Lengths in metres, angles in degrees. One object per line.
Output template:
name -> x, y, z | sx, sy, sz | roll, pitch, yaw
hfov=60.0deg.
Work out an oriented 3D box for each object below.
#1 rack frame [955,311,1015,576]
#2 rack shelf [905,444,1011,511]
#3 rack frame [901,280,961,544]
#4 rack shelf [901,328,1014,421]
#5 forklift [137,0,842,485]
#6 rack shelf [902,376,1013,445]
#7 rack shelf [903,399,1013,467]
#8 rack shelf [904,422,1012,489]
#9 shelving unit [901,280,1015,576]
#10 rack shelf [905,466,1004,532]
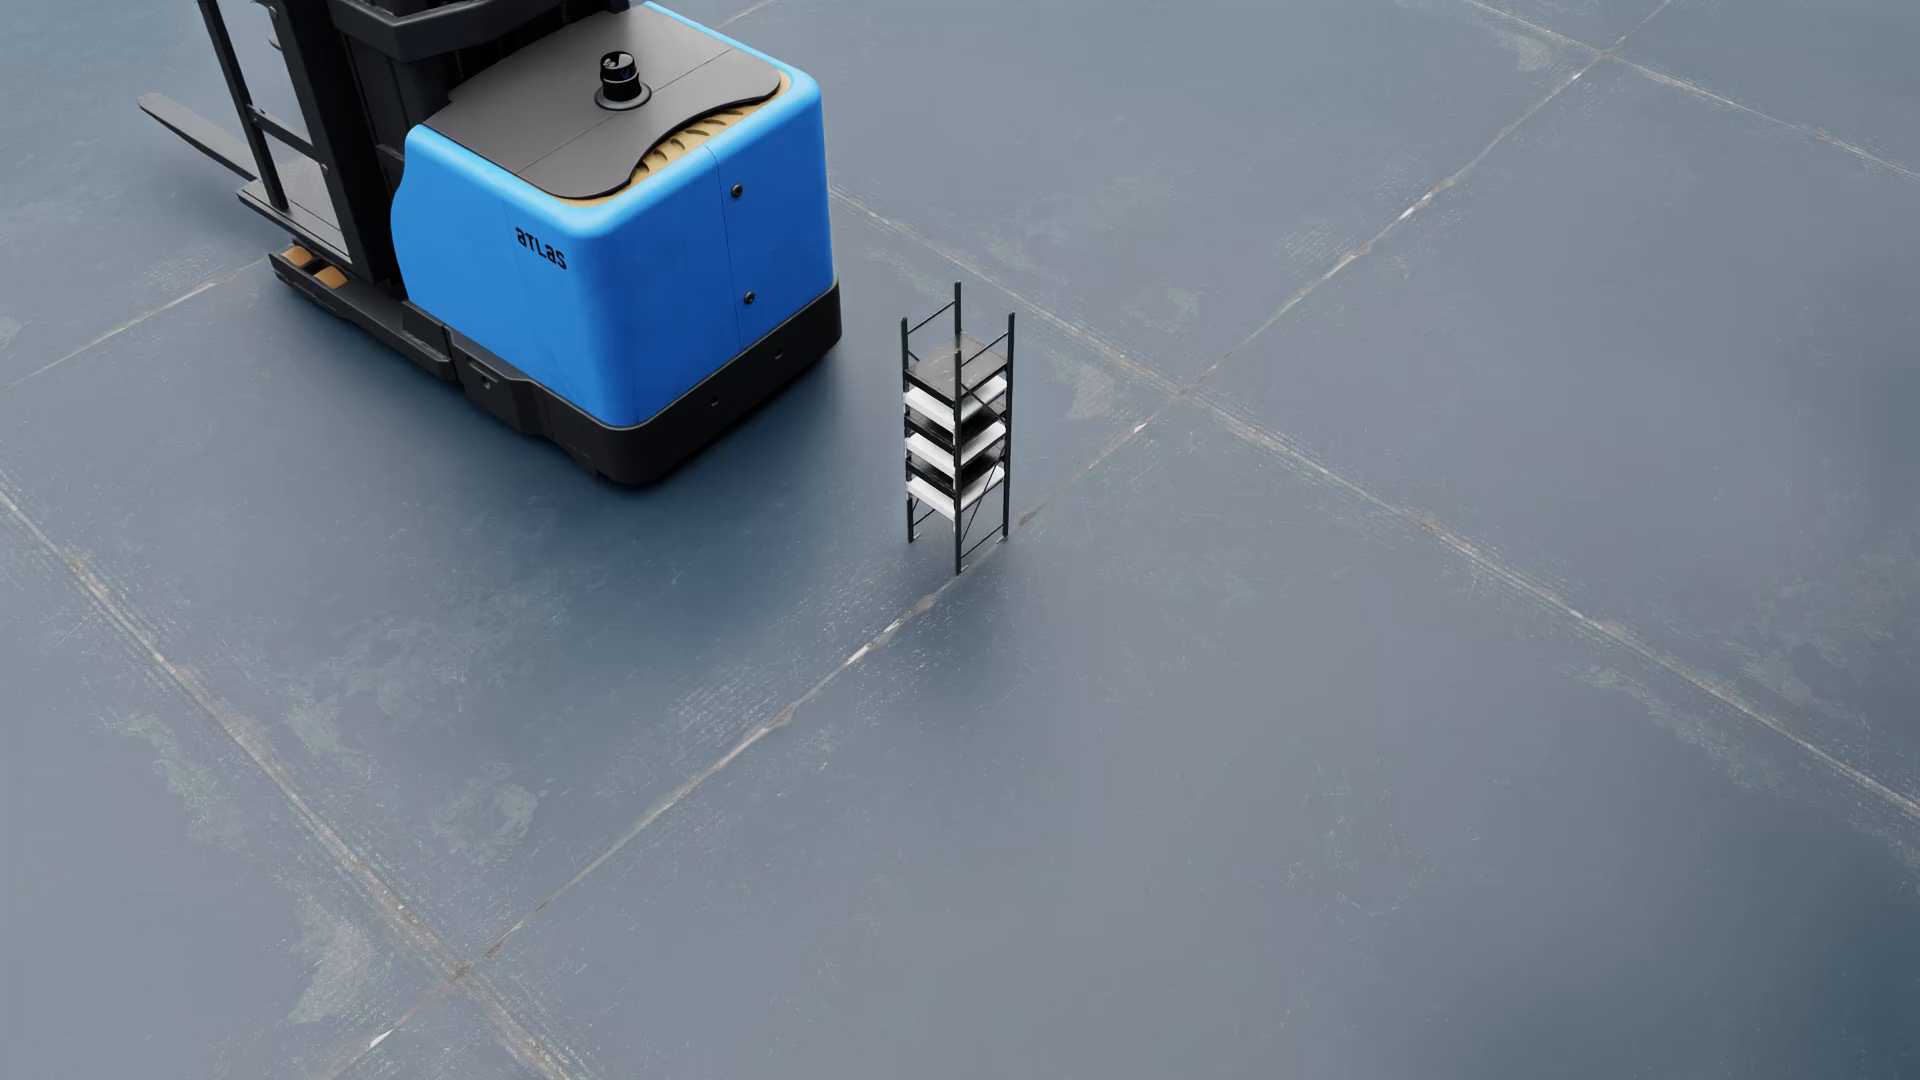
rack frame -> 0.069, -0.262, 4.879 | 0.006, 0.900, 0.240 | 34, 55, 28
rack shelf -> -0.006, -0.228, 5.016 | 0.200, 0.077, 0.258 | 34, 55, 28
rack frame -> -0.081, -0.362, 4.973 | 0.006, 0.900, 0.240 | 34, 55, 28
rack shelf -> -0.006, -0.474, 4.753 | 0.200, 0.077, 0.258 | 34, 55, 28
forklift -> -1.877, -2.090, 5.202 | 3.031, 2.935, 1.130 | 31, 54, 26
rack shelf -> -0.006, -0.412, 4.819 | 0.200, 0.077, 0.258 | 34, 55, 28
rack shelf -> -0.006, -0.351, 4.884 | 0.200, 0.077, 0.258 | 34, 55, 28
rack shelf -> -0.006, -0.289, 4.950 | 0.200, 0.077, 0.258 | 34, 55, 28
shelving unit -> -0.006, -0.312, 4.926 | 0.210, 0.900, 0.258 | 34, 55, 28
rack shelf -> -0.006, -0.166, 5.081 | 0.200, 0.077, 0.258 | 34, 55, 28
